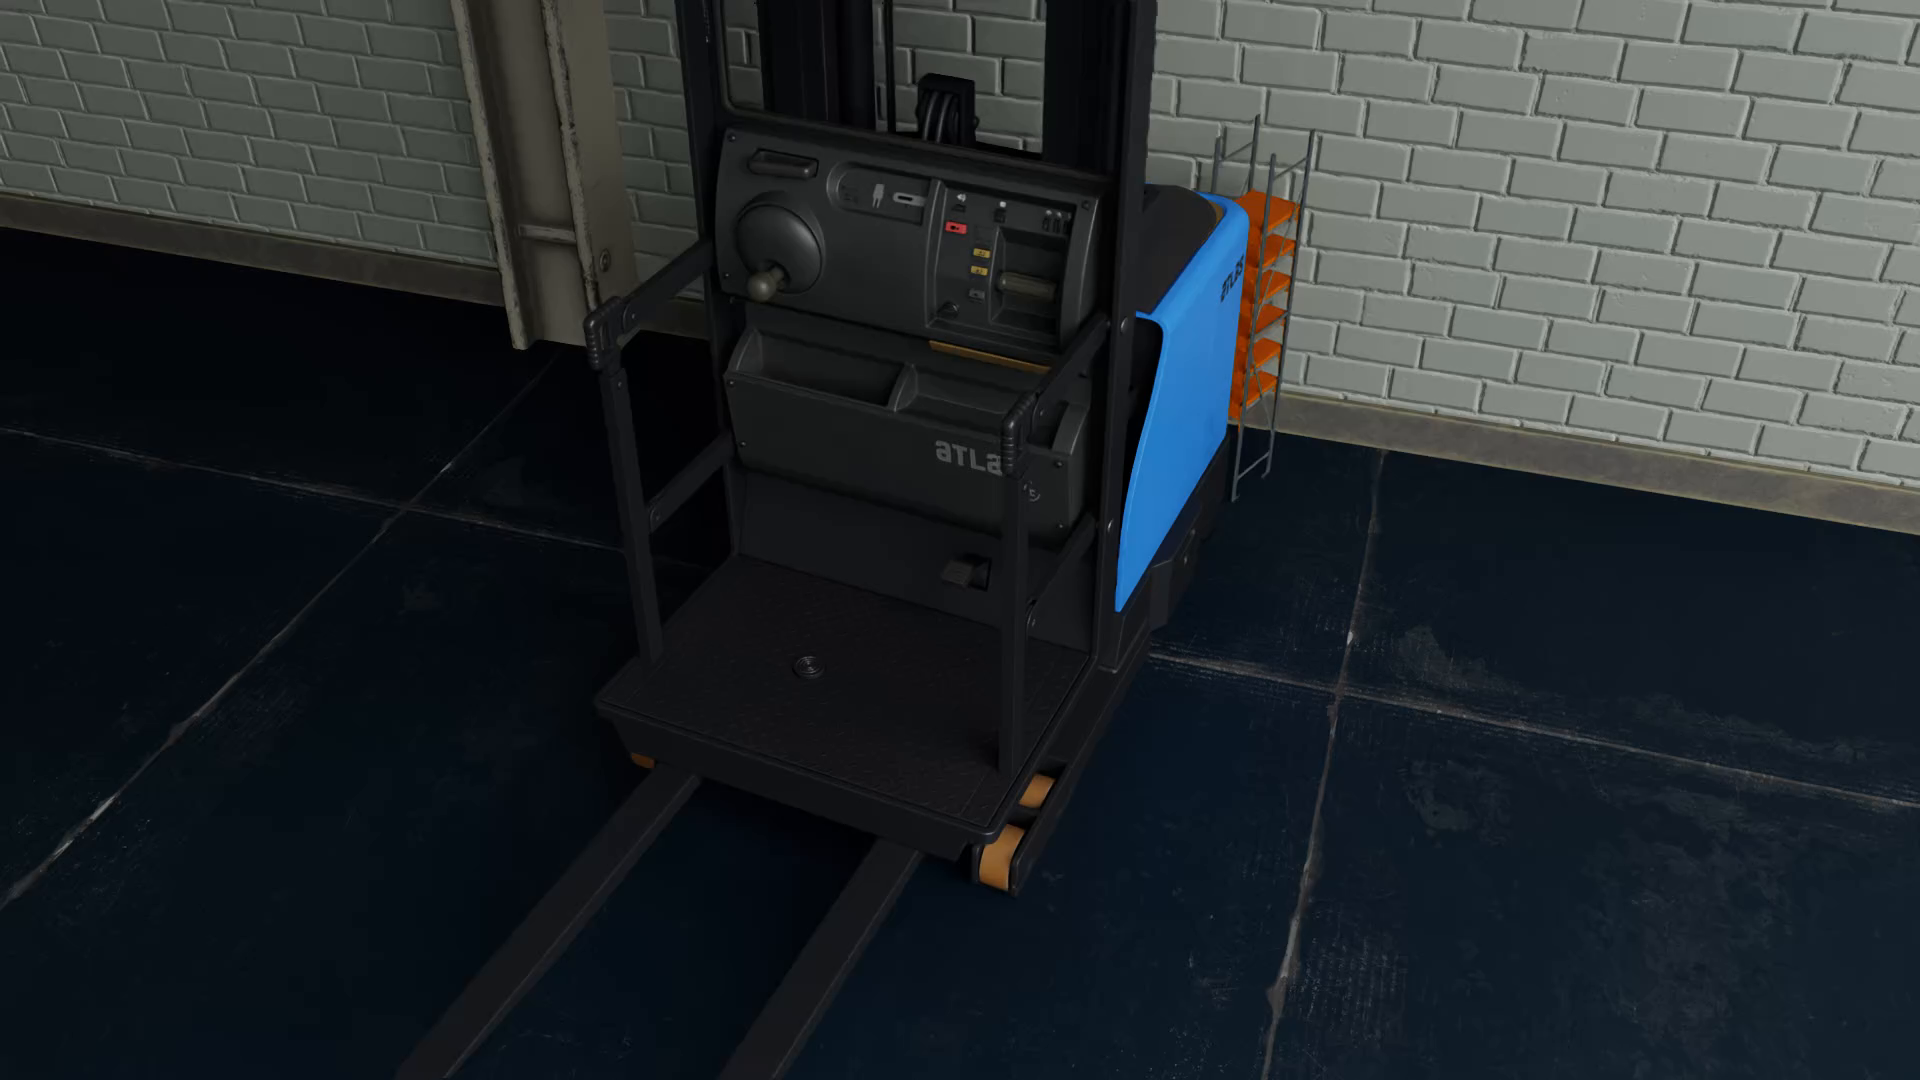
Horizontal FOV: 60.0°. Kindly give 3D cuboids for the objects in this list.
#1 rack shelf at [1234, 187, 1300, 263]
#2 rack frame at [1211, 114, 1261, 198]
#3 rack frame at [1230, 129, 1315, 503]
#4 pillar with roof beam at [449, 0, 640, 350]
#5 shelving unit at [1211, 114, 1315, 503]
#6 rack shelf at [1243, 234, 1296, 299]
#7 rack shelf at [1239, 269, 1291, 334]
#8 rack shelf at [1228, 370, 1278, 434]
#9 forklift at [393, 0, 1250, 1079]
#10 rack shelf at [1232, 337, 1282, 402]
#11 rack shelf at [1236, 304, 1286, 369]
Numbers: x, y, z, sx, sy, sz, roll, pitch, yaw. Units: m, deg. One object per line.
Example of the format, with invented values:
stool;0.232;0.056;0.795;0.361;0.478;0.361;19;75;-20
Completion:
rack shelf;0.888;-0.949;4.994;0.180;0.103;0.258;26;43;31
rack frame;0.817;-0.728;5.227;0.006;1.200;0.240;26;43;31
rack frame;0.958;-0.660;5.134;0.006;1.200;0.240;26;43;31
pillar with roof beam;-2.728;-1.961;0.323;0.400;9.000;9.100;10;38;14
shelving unit;0.888;-0.694;5.181;0.189;1.200;0.258;26;43;31
rack shelf;0.888;-0.852;5.065;0.180;0.103;0.258;26;43;31
rack shelf;0.888;-0.755;5.136;0.180;0.103;0.258;26;43;31
rack shelf;0.888;-0.465;5.349;0.180;0.103;0.258;26;43;31
forklift;-0.225;-0.615;3.613;1.130;2.935;3.031;15;39;19
rack shelf;0.888;-0.562;5.278;0.180;0.103;0.258;26;43;31
rack shelf;0.888;-0.658;5.207;0.180;0.103;0.258;26;43;31
